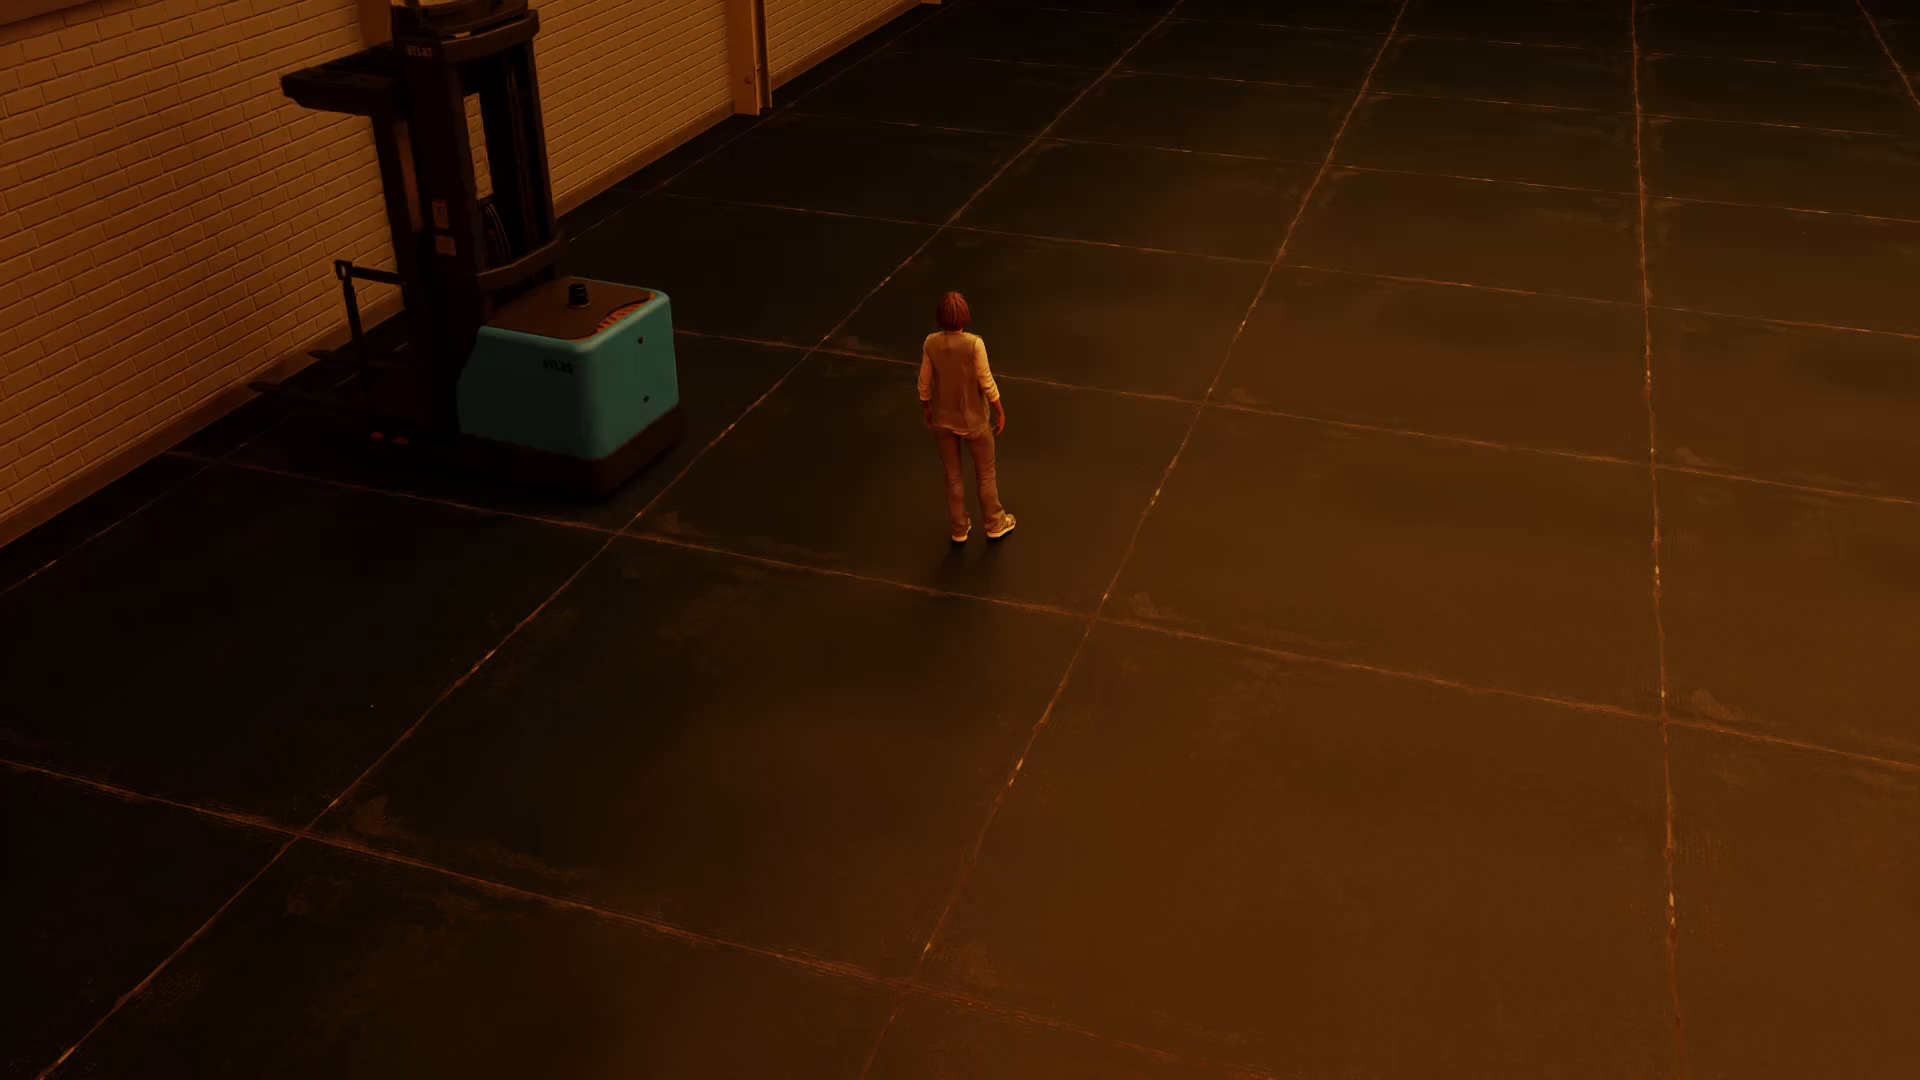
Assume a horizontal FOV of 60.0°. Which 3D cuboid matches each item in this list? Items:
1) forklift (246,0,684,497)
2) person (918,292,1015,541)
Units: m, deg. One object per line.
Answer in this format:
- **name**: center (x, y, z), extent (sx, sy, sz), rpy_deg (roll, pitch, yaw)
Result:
- **forklift**: center (-3.426, -2.012, 10.666), extent (3.031, 2.935, 1.130), rpy_deg (12, 32, 20)
- **person**: center (0.037, -0.733, 9.755), extent (0.521, 1.599, 0.473), rpy_deg (10, 31, 16)
